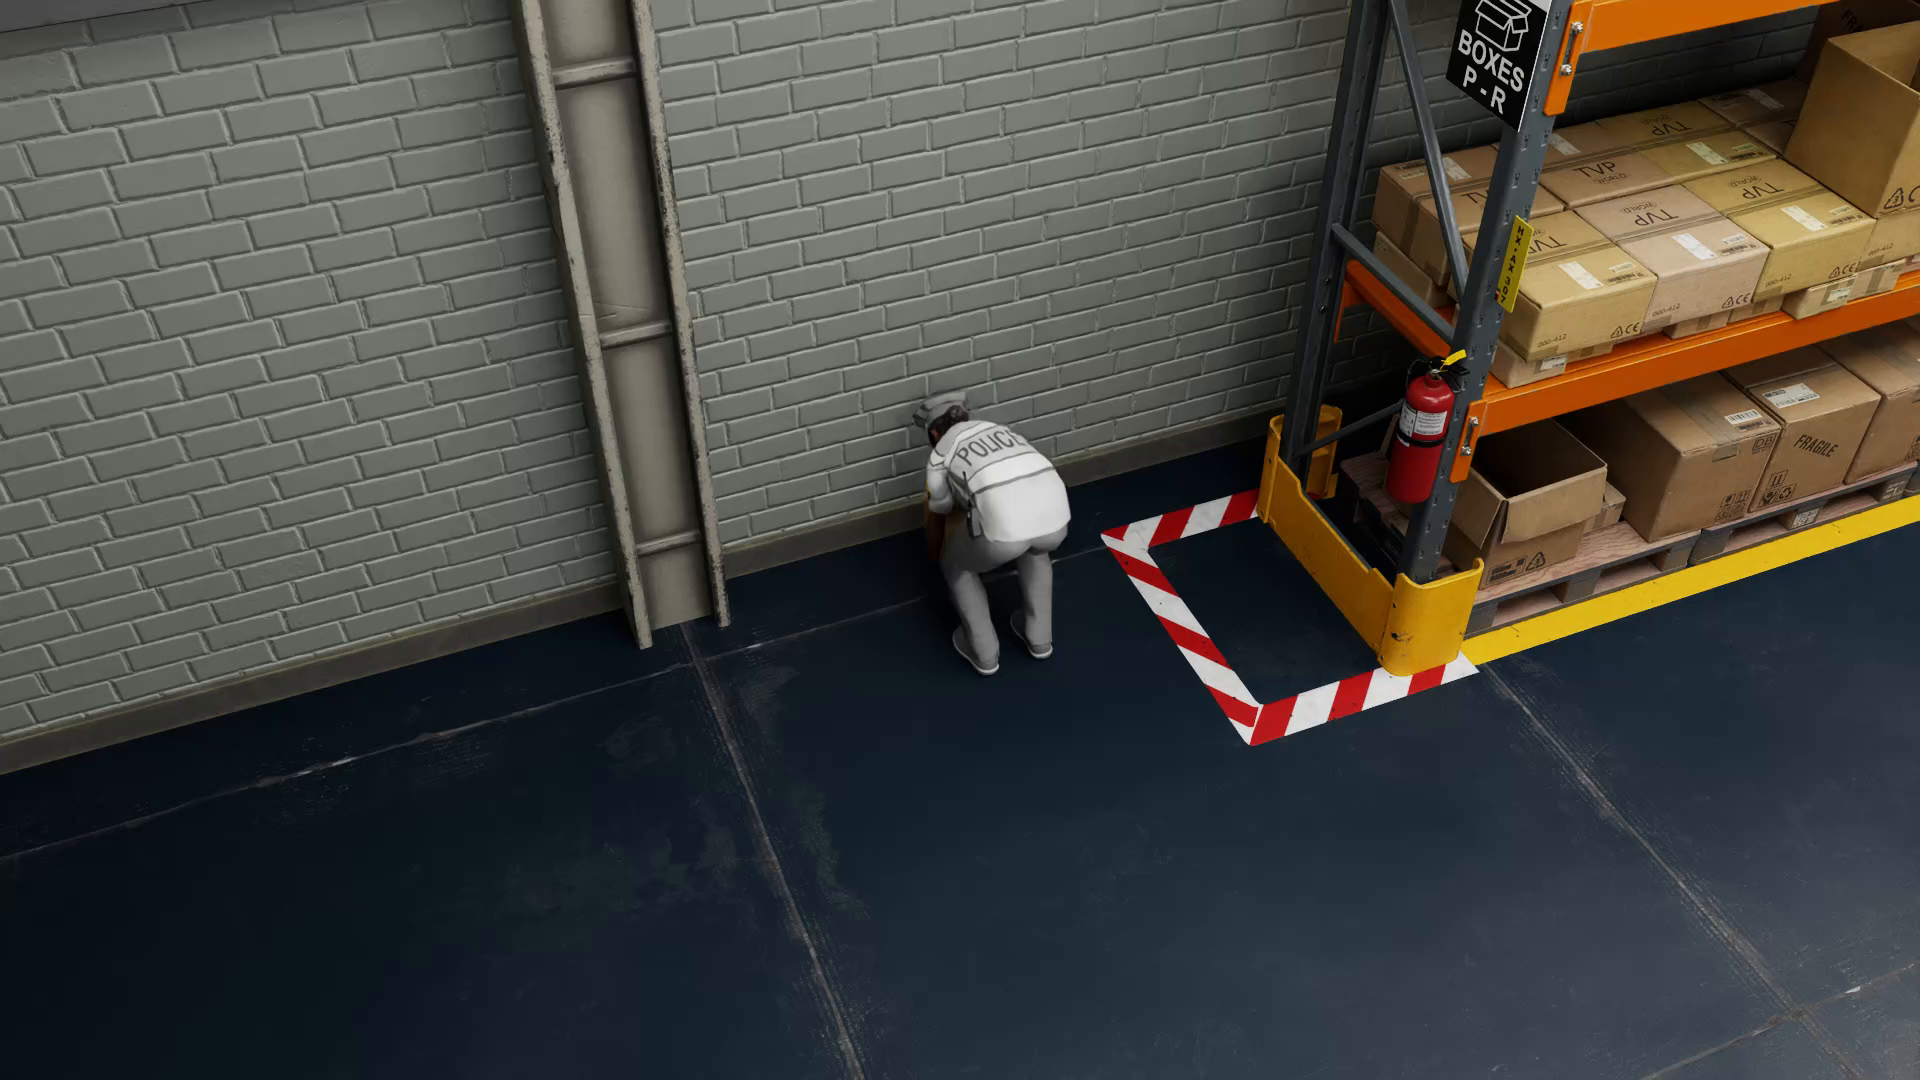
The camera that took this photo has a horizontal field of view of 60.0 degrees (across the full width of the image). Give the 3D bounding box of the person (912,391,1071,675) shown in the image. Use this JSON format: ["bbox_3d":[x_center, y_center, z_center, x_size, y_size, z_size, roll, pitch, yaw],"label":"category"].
[{"bbox_3d":[0.096,-0.052,6.716,0.449,1.000,0.932,-17,45,-18],"label":"person"}]
